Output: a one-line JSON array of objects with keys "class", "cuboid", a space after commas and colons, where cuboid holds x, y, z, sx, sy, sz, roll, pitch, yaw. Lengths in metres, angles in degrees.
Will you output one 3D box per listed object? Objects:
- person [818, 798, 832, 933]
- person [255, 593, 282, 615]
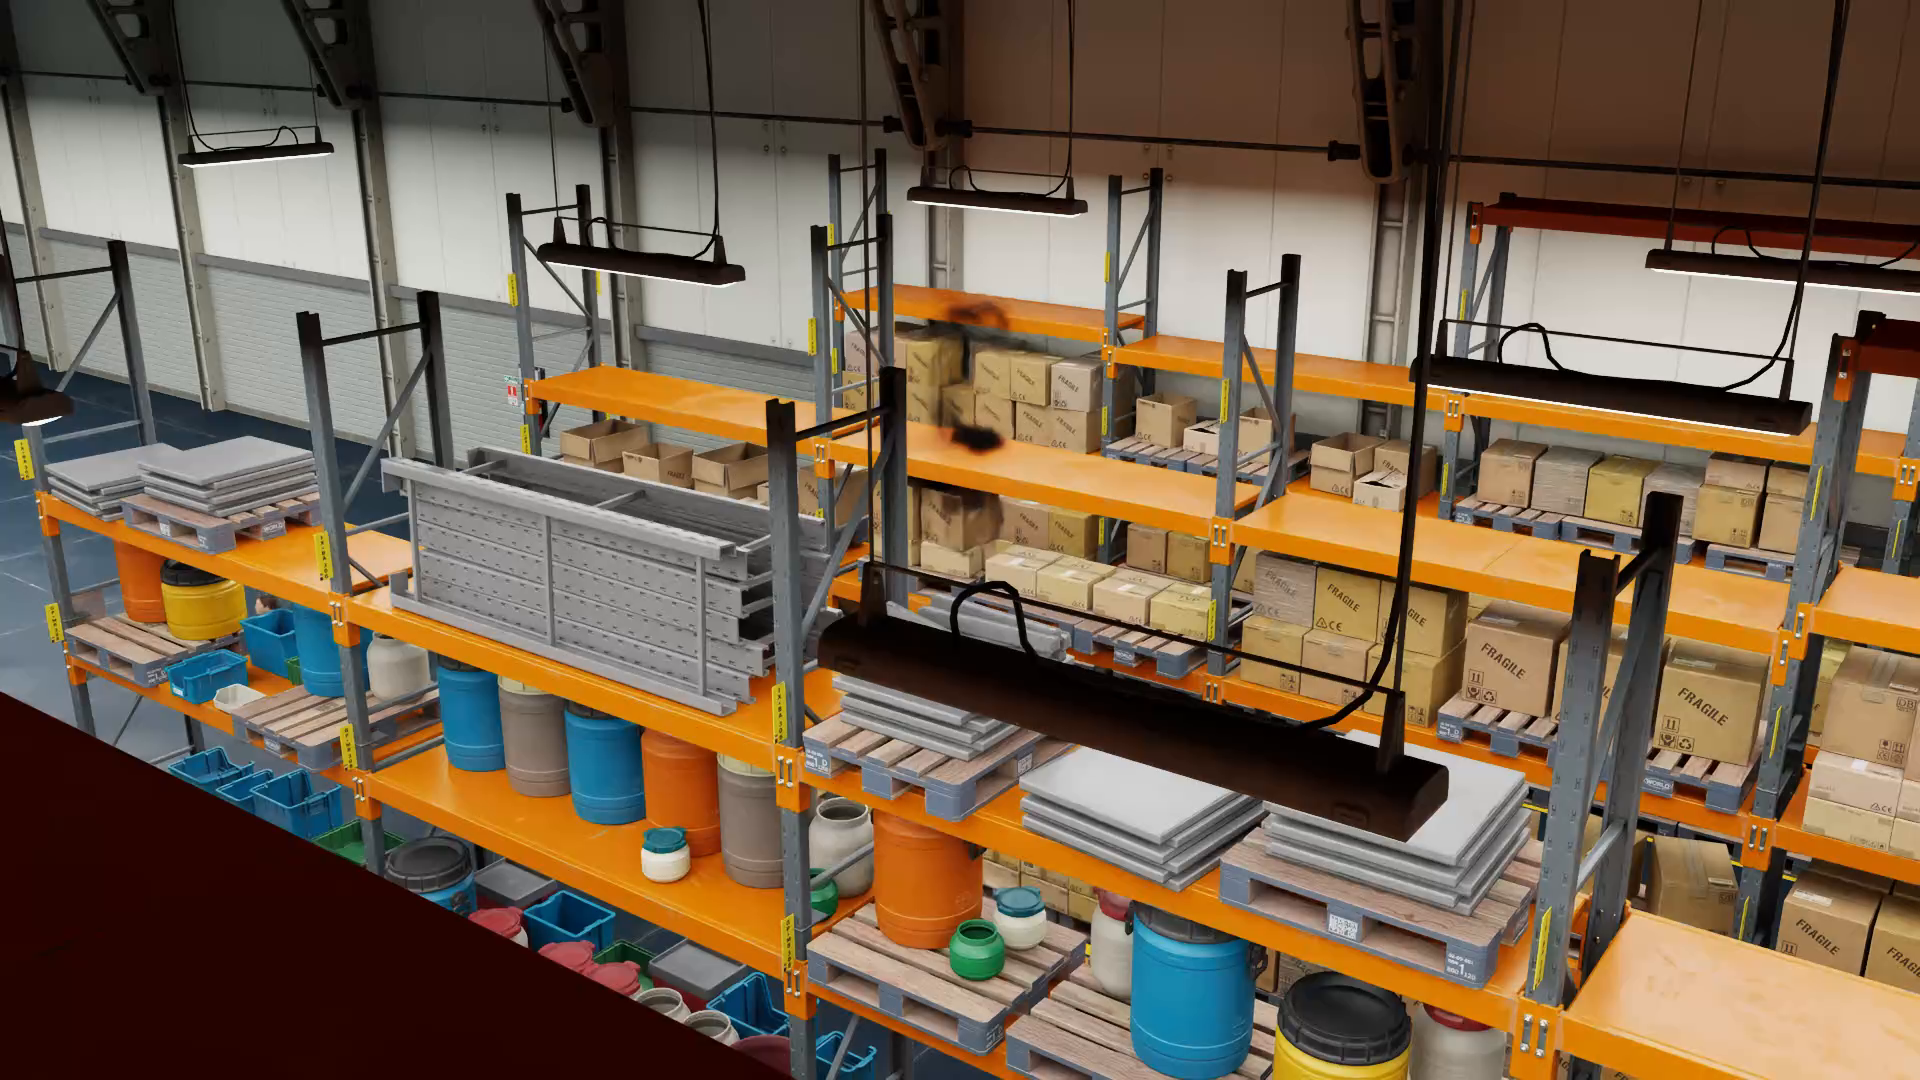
[{"class": "person", "cuboid": [-1.022, 2.928, 13.828, 0.762, 1.660, 0.655, 9, 20, 24]}, {"class": "person", "cuboid": [-7.477, 1.317, 18.573, 0.842, 1.587, 0.561, -8, 20, -22]}]
